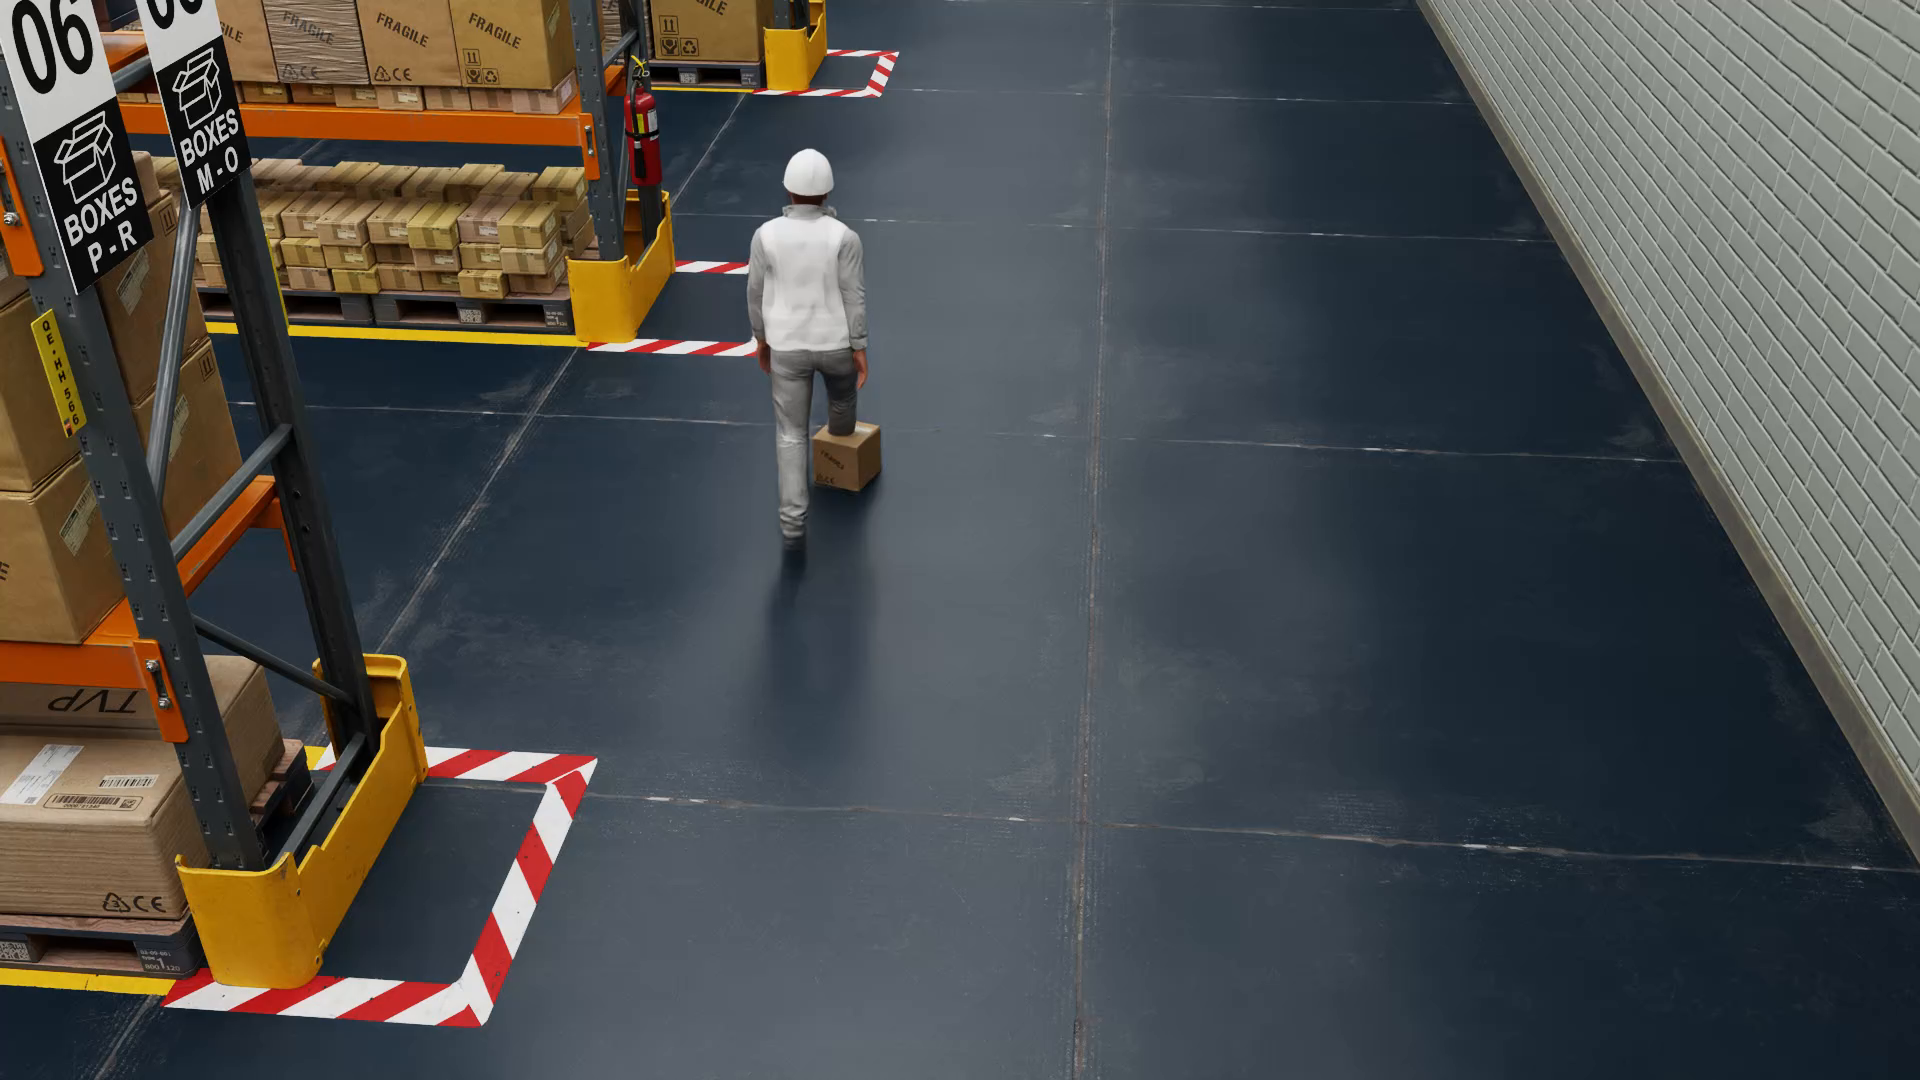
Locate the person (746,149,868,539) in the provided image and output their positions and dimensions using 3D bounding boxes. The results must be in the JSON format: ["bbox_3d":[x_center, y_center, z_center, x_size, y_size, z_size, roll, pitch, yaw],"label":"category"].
[{"bbox_3d":[-0.695,-0.916,7.642,0.552,1.712,1.112,-1,32,-2],"label":"person"}]
